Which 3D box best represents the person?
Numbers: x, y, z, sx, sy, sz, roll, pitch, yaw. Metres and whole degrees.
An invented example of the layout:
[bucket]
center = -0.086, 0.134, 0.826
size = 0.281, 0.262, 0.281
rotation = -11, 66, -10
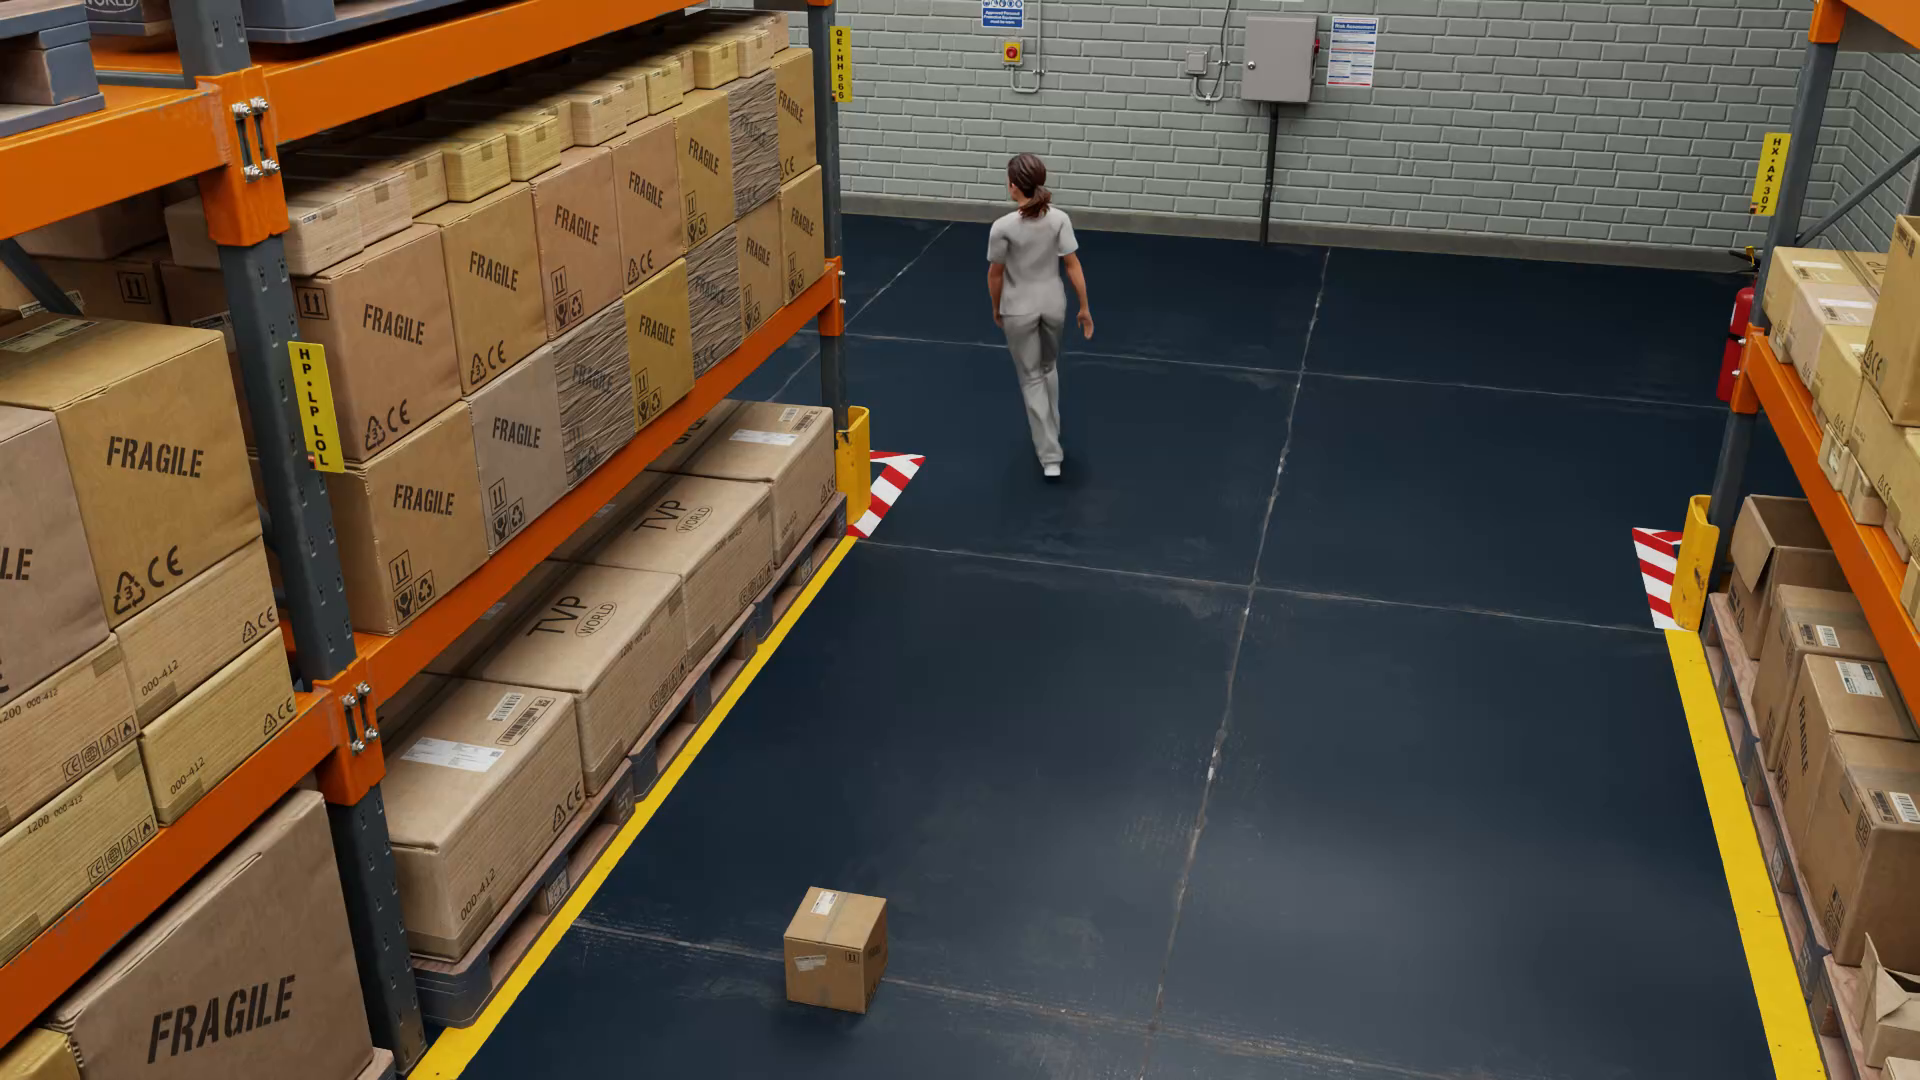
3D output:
[person]
center = 0.374, -1.147, 8.563
size = 0.529, 1.717, 0.619
rotation = -8, 26, -16
